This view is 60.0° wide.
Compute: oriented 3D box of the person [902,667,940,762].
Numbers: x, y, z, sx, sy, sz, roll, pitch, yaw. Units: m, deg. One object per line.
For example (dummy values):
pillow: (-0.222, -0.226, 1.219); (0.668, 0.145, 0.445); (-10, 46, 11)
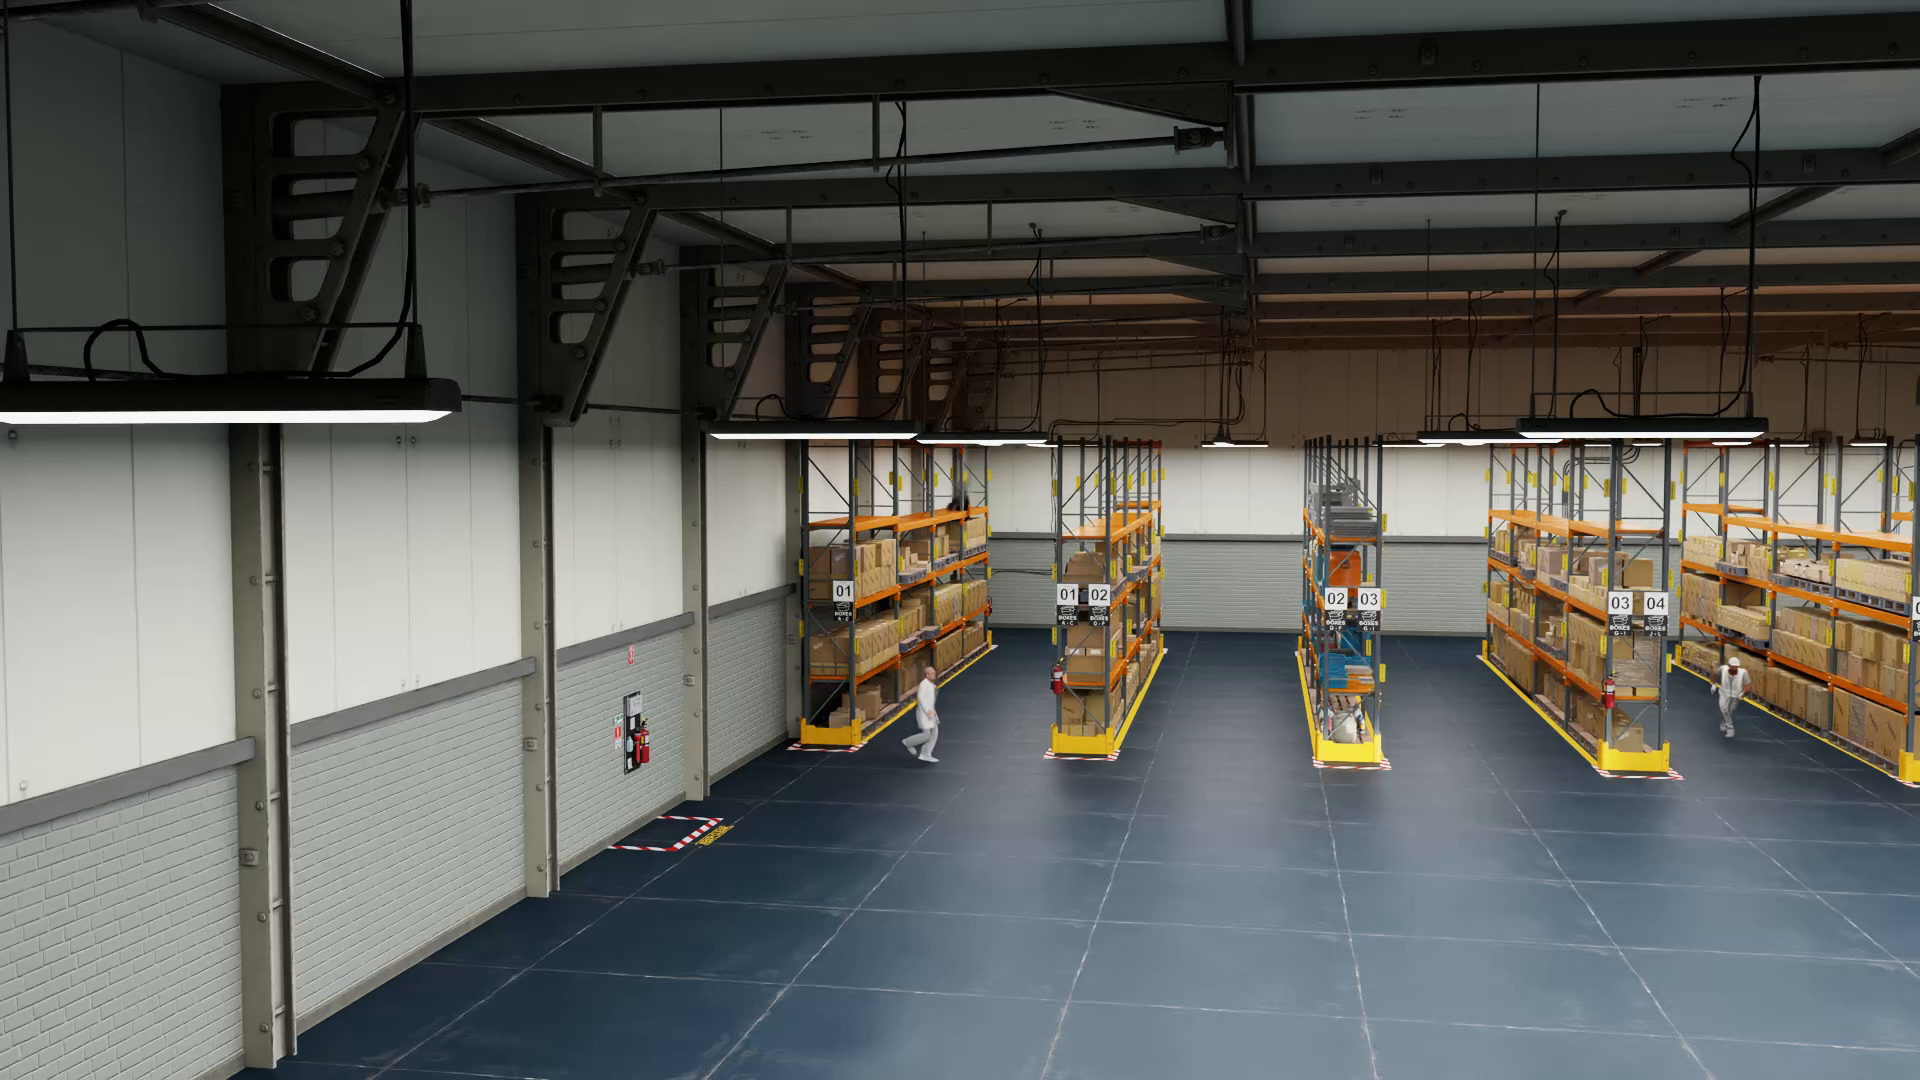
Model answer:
person: (-0.731, 3.212, 30.618); (0.701, 1.757, 0.725); (1, 3, 22)

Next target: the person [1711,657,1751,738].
person: (15.379, 3.095, 33.209); (0.703, 1.600, 1.104); (1, 3, 20)
